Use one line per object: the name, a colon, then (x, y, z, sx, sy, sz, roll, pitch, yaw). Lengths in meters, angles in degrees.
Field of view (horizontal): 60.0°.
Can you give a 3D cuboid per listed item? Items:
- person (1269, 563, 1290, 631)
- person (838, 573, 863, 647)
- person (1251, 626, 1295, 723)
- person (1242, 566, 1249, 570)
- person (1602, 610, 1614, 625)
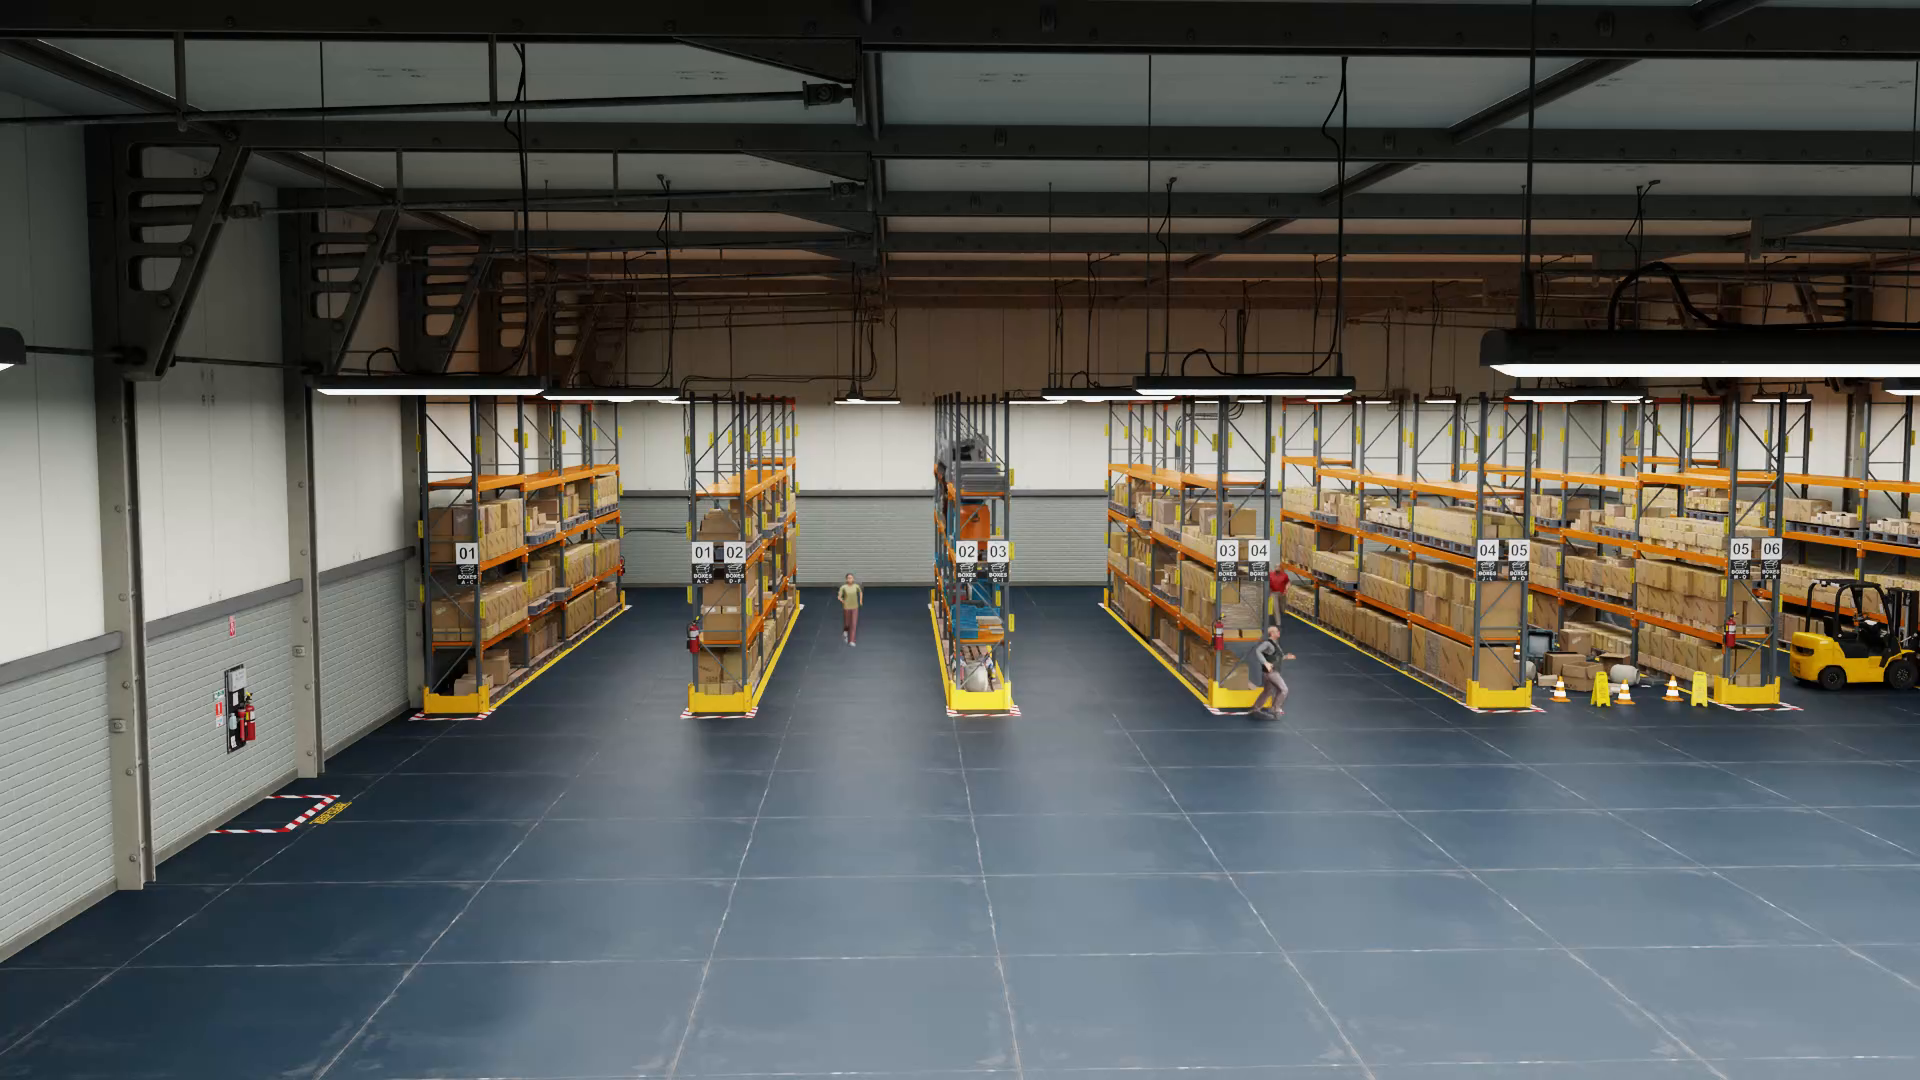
person: (8.225, 1.458, 43.030, 0.641, 1.724, 1.039, 0, 5, -4)
person: (-2.483, 1.575, 37.940, 0.593, 1.642, 0.894, -1, 5, -12)
person: (5.688, 2.446, 30.288, 0.803, 1.751, 0.688, 2, 5, 21)
person: (7.749, 1.284, 44.346, 0.677, 1.823, 0.738, -1, 5, -8)
person: (16.449, 1.463, 42.214, 0.664, 1.791, 0.883, -1, 5, -12)
